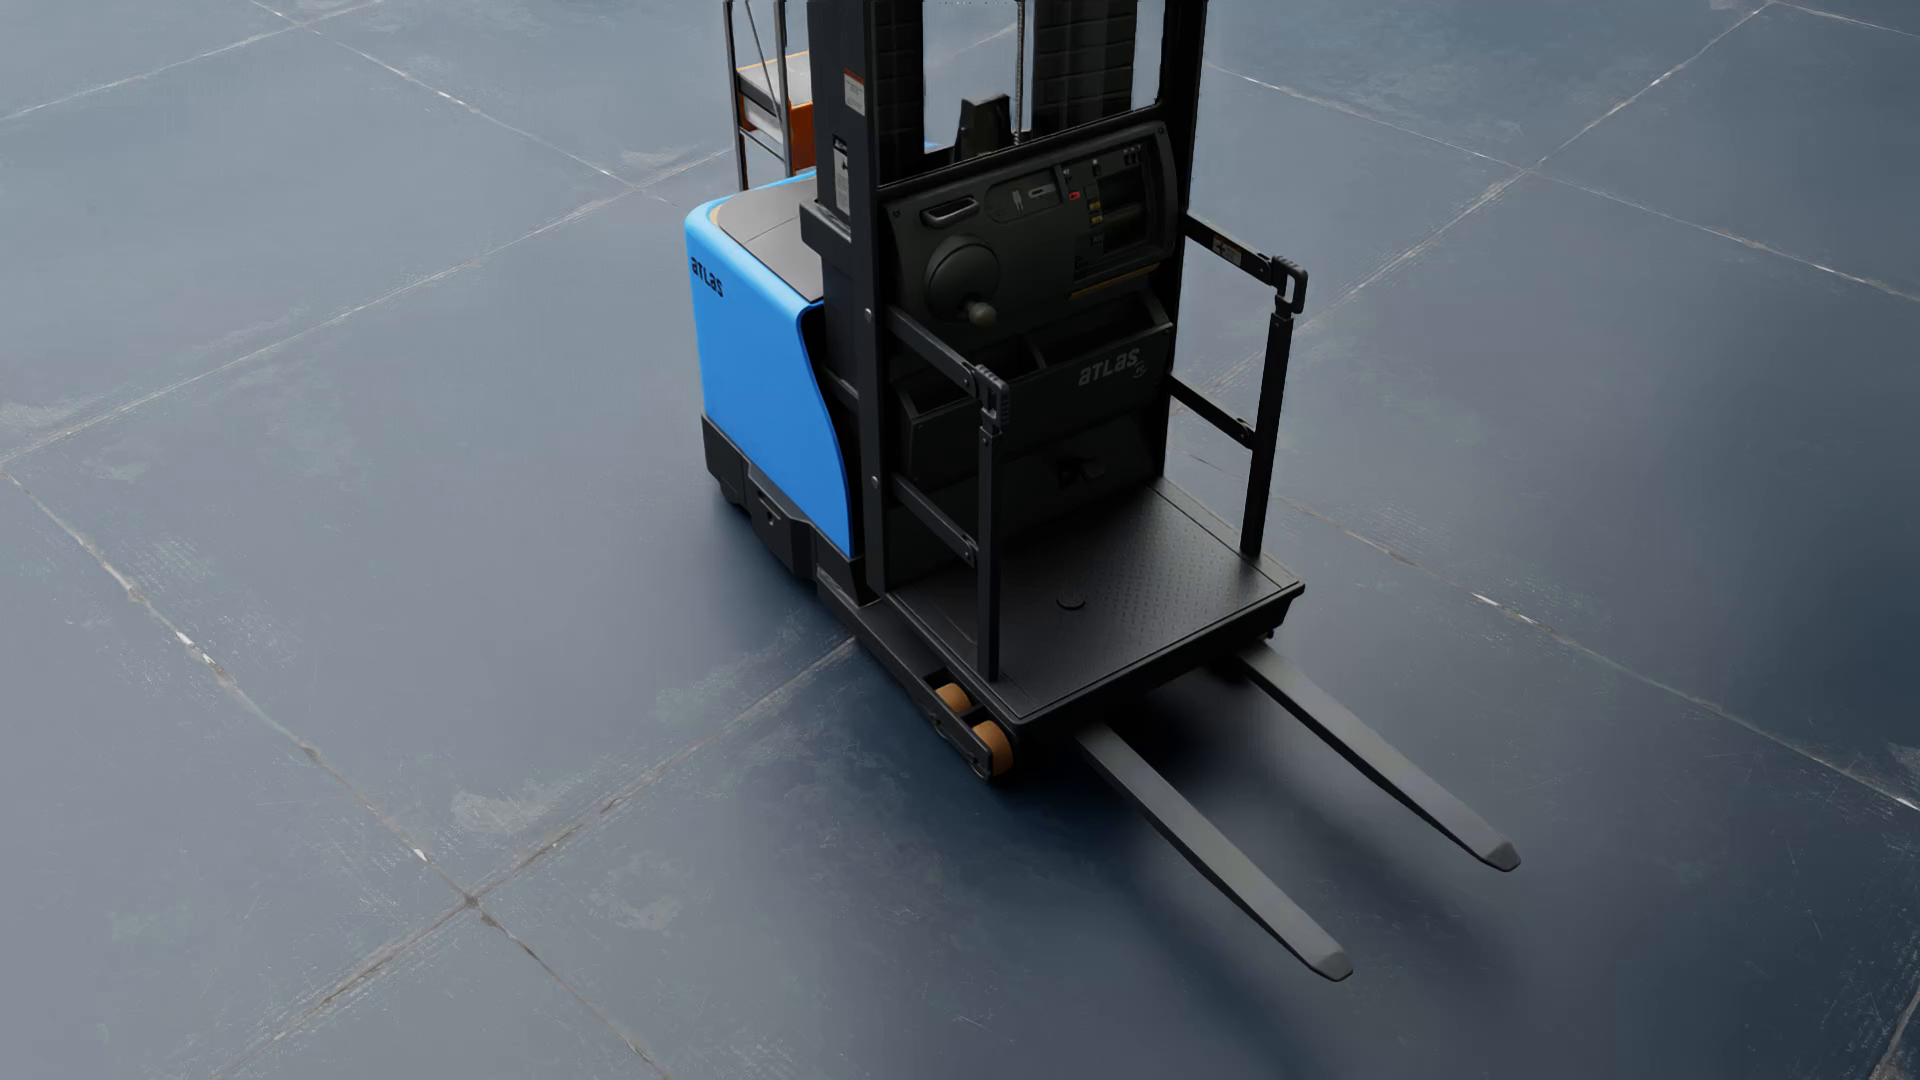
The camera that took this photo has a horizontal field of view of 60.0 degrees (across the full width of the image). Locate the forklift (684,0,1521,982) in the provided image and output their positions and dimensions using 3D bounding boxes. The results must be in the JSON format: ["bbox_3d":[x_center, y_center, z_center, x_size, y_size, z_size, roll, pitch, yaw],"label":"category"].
[{"bbox_3d":[0.336,-0.793,4.392,1.130,2.935,3.031,-23,44,-26],"label":"forklift"}]

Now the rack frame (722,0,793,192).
[{"bbox_3d":[-0.685,-1.363,5.776,0.015,2.100,0.400,-23,44,-26],"label":"rack frame"}]

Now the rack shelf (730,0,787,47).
[{"bbox_3d":[-0.484,-1.987,5.458,0.480,0.518,0.431,-23,44,-26],"label":"rack shelf"}]

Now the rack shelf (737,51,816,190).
[{"bbox_3d":[-0.483,-1.438,5.893,0.480,0.518,0.431,-23,44,-26],"label":"rack shelf"}]

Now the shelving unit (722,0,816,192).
[{"bbox_3d":[-0.483,-1.449,5.884,0.503,2.100,0.431,-23,44,-26],"label":"shelving unit"}]
